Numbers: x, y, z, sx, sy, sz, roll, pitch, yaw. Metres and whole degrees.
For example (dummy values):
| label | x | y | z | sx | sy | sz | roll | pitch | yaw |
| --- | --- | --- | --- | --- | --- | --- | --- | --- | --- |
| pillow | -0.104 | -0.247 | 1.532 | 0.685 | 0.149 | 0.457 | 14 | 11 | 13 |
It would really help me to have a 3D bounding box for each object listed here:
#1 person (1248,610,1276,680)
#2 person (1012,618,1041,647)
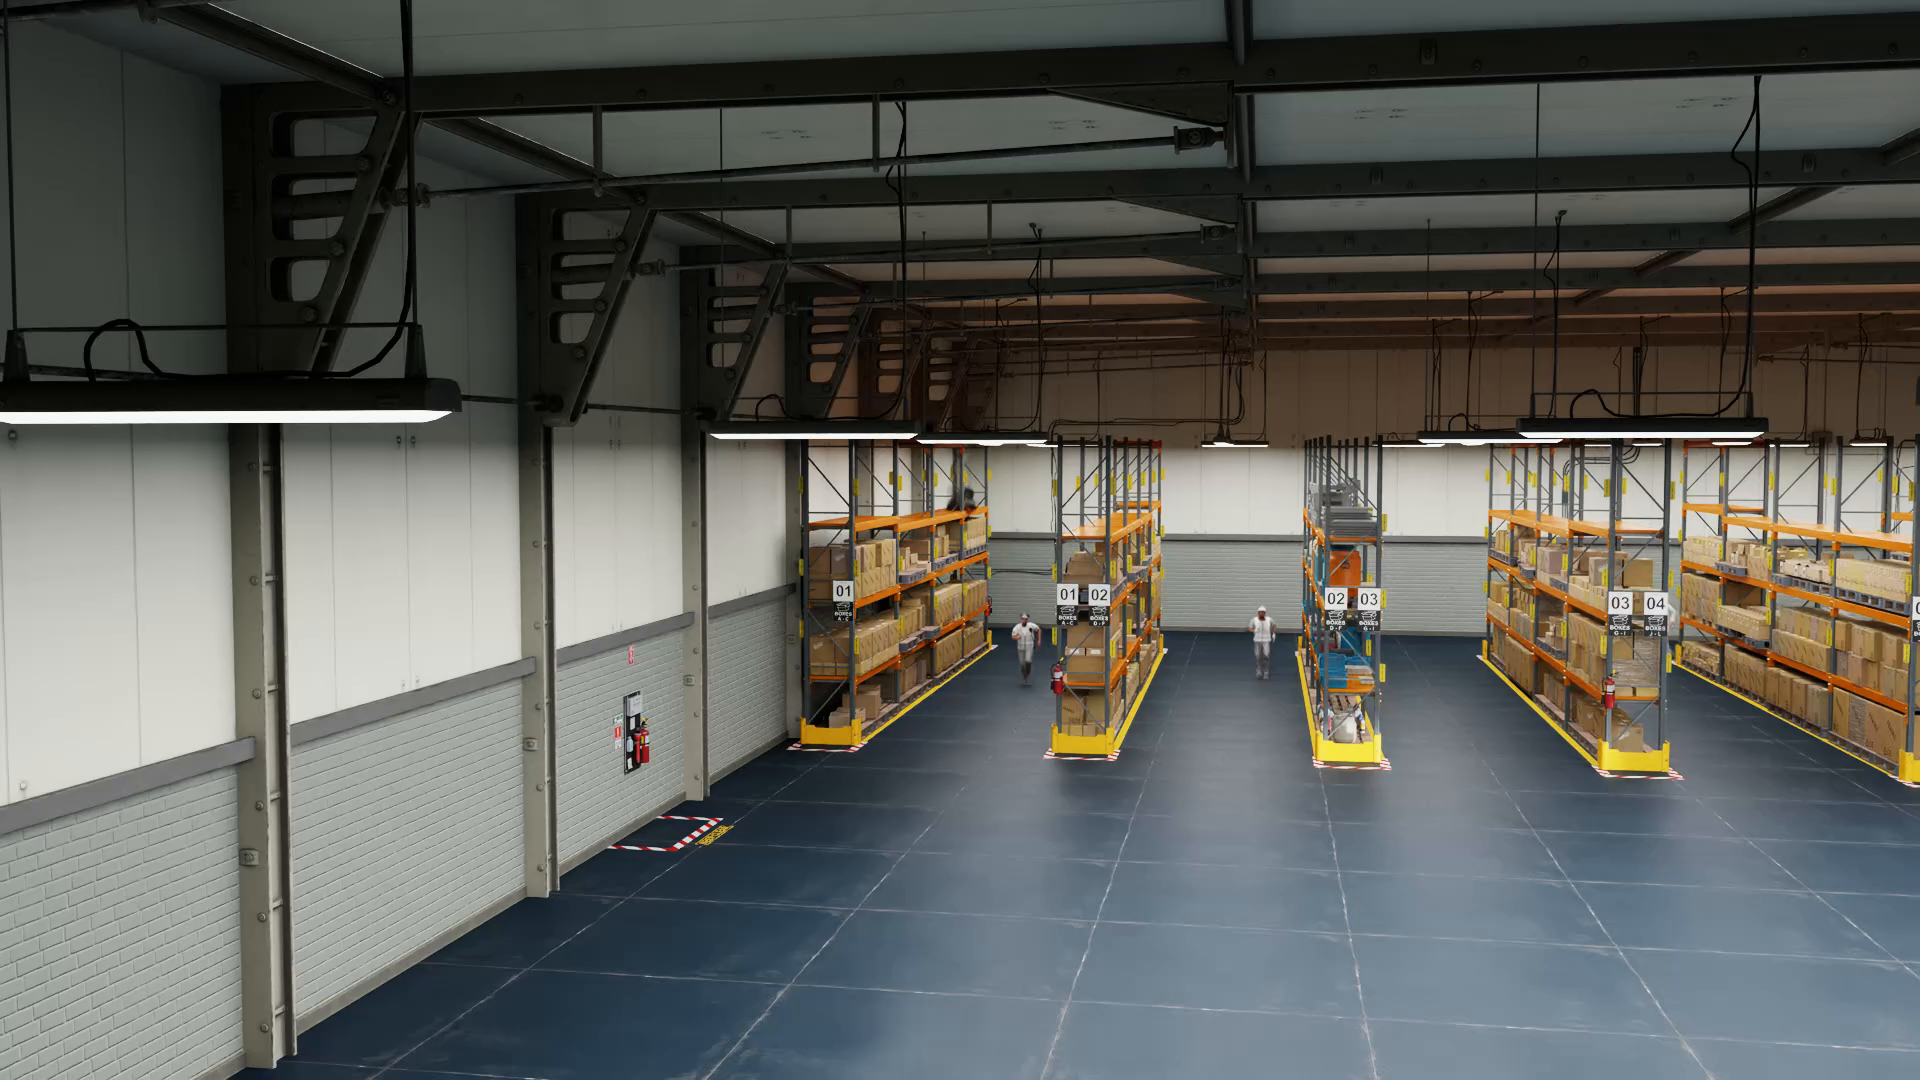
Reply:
| label | x | y | z | sx | sy | sz | roll | pitch | yaw |
| --- | --- | --- | --- | --- | --- | --- | --- | --- | --- |
| person | 7.545 | 2.604 | 41.599 | 0.686 | 1.817 | 0.773 | 1 | 3 | 11 |
| person | 1.592 | 2.225 | 40.305 | 0.690 | 0.827 | 0.662 | 0 | 3 | 8 |
